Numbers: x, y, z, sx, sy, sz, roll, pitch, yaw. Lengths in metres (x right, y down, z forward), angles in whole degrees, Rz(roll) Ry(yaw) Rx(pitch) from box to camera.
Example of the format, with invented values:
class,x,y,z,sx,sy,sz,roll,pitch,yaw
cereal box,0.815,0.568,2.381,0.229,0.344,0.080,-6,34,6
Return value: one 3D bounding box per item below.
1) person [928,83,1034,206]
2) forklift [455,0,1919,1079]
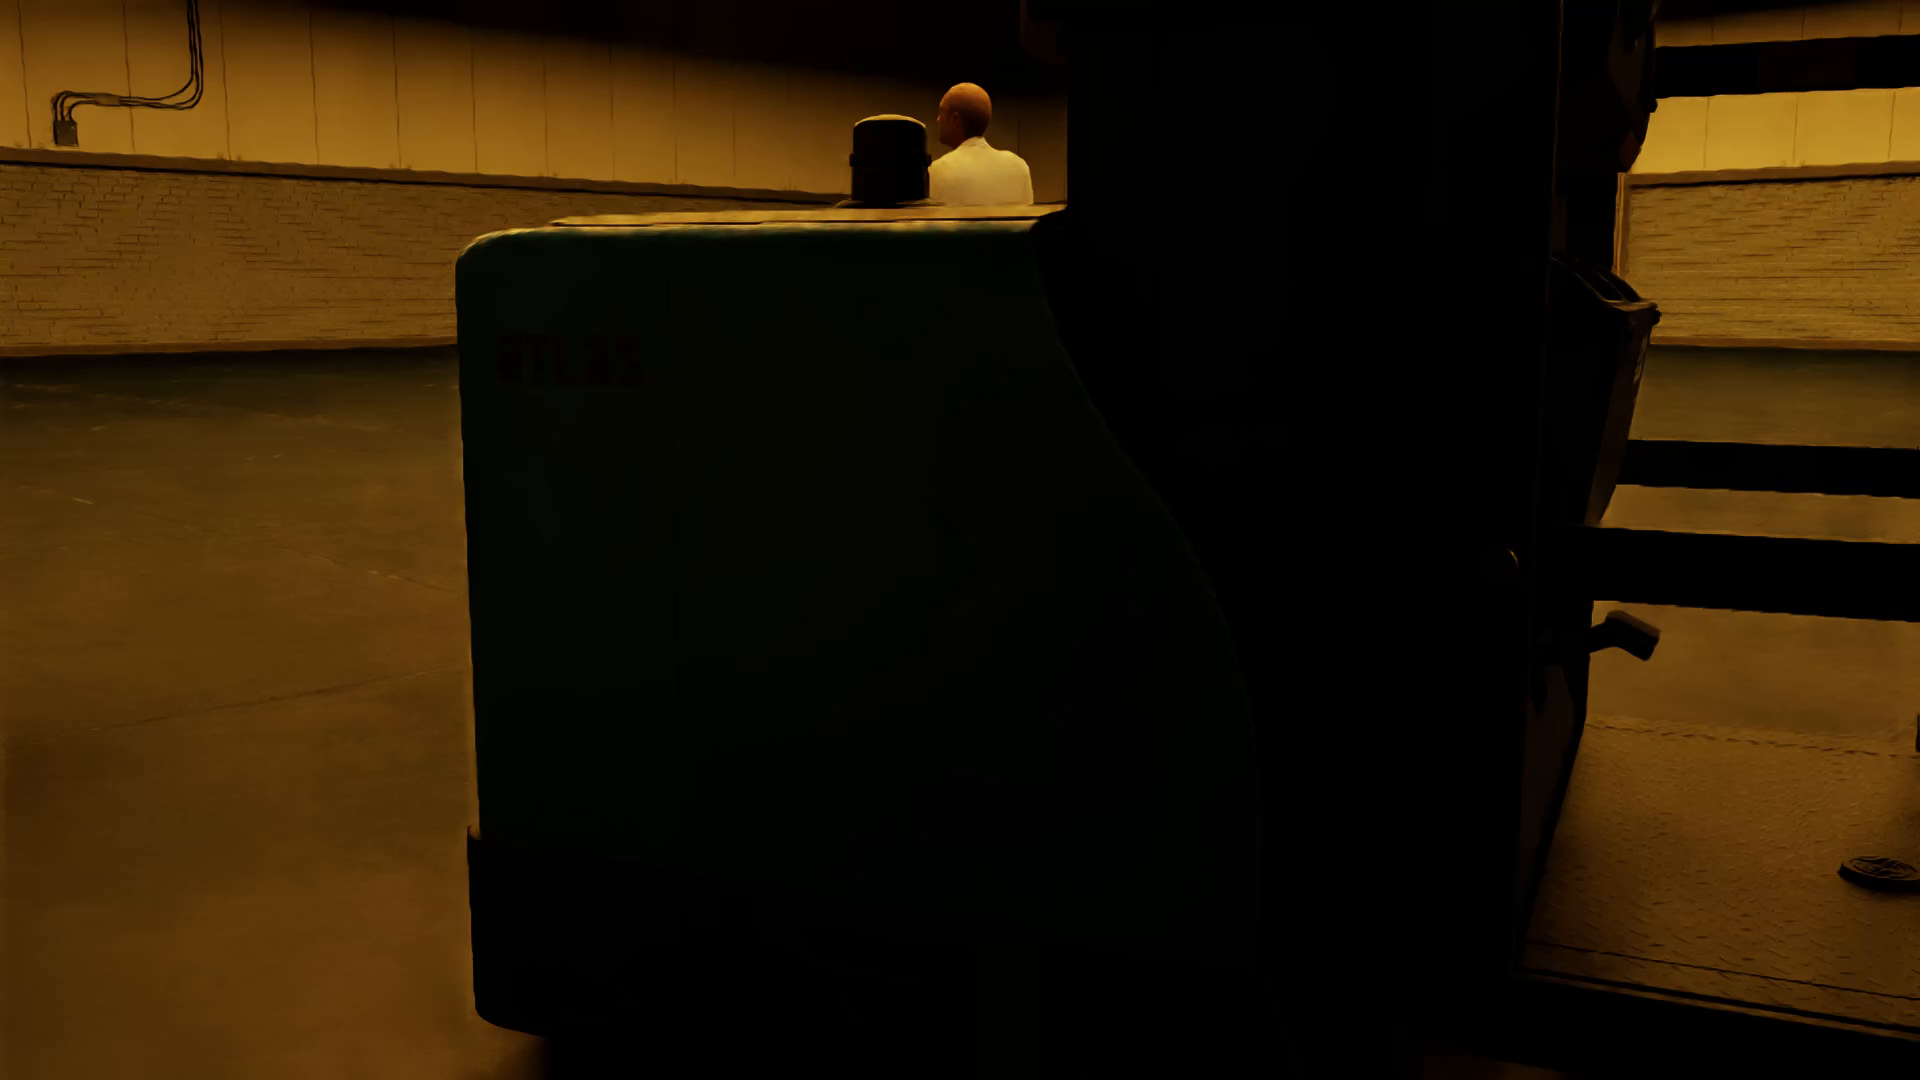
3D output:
class,x,y,z,sx,sy,sz,roll,pitch,yaw
person,-0.062,-0.896,6.650,0.579,1.776,0.694,8,12,43
forklift,0.923,-0.744,1.812,3.031,2.935,1.130,4,9,24
